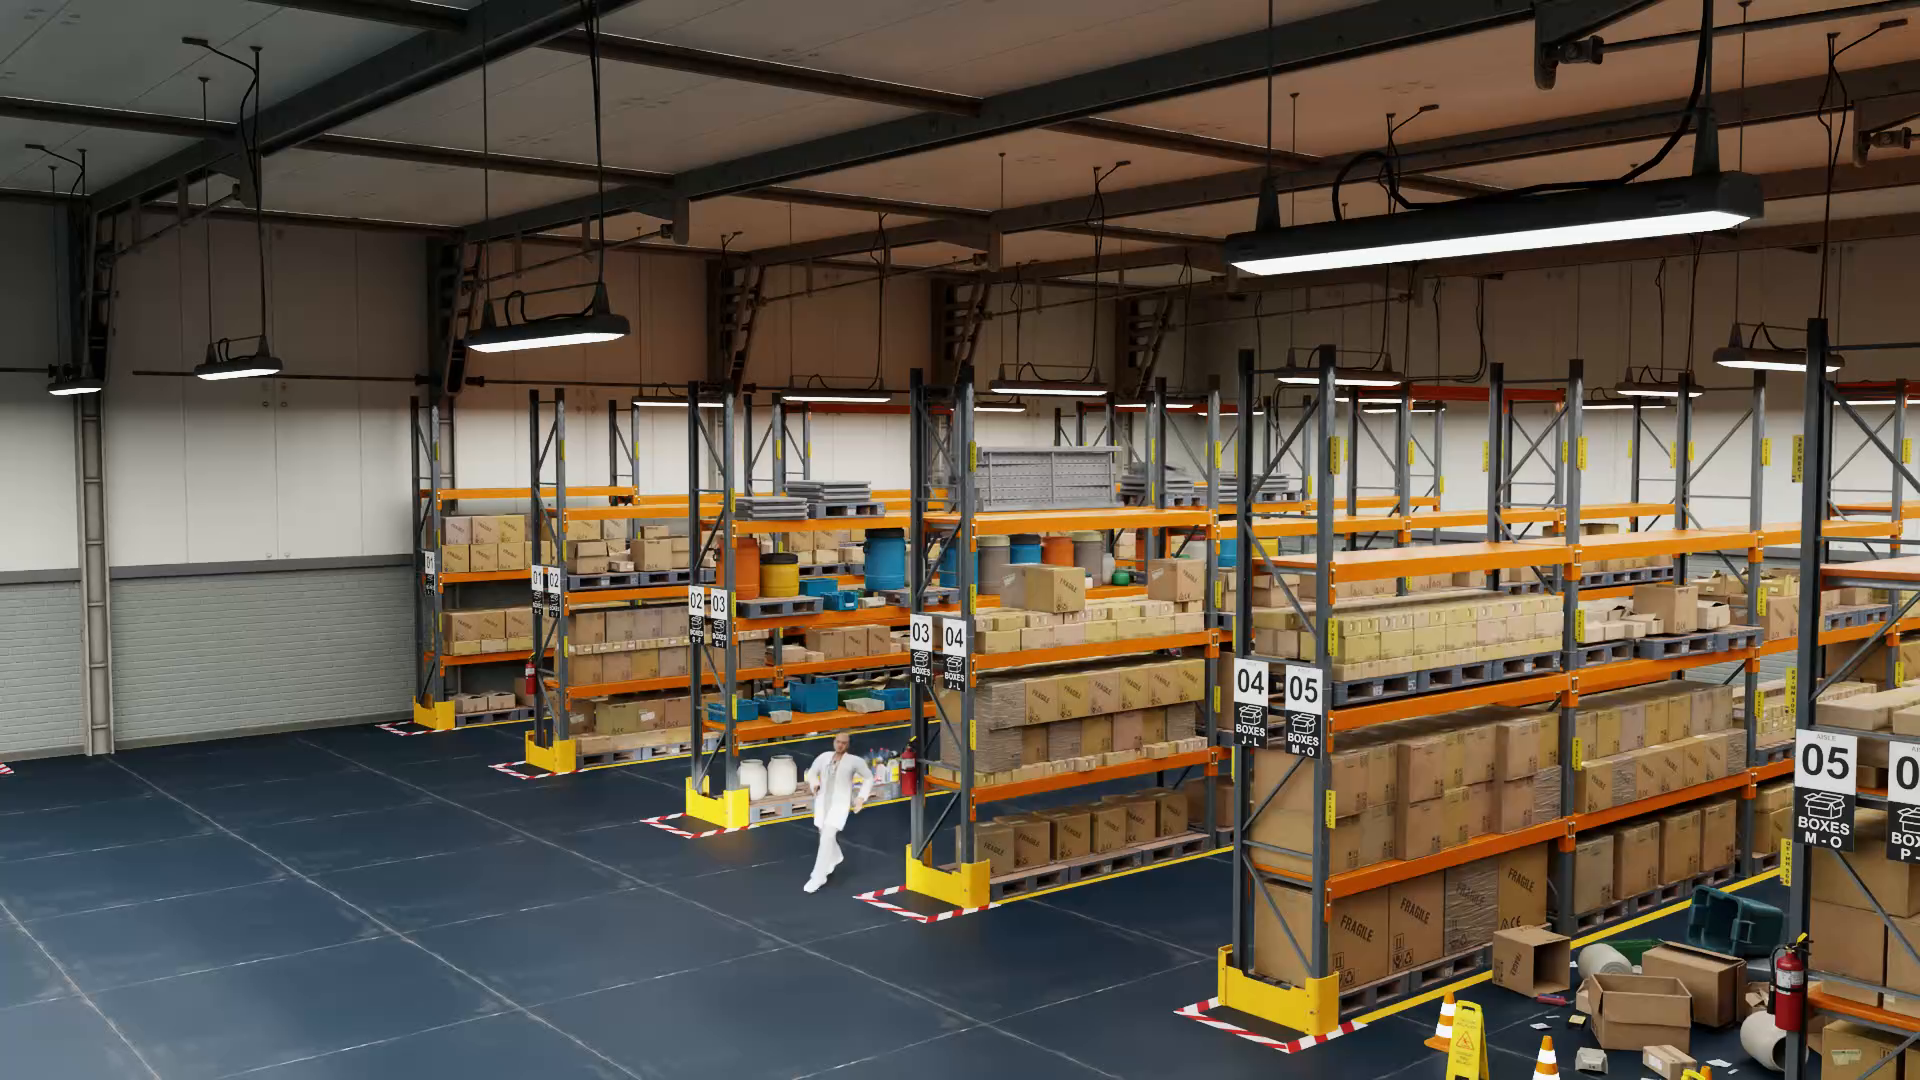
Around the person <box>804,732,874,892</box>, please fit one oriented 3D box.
[{"bbox_3d":[-1.448,3.130,19.365,0.772,1.779,0.966,2,4,24],"label":"person"}]

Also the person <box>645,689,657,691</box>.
[{"bbox_3d":[-5.465,2.559,29.417,0.605,1.713,0.855,3,4,40],"label":"person"}]
